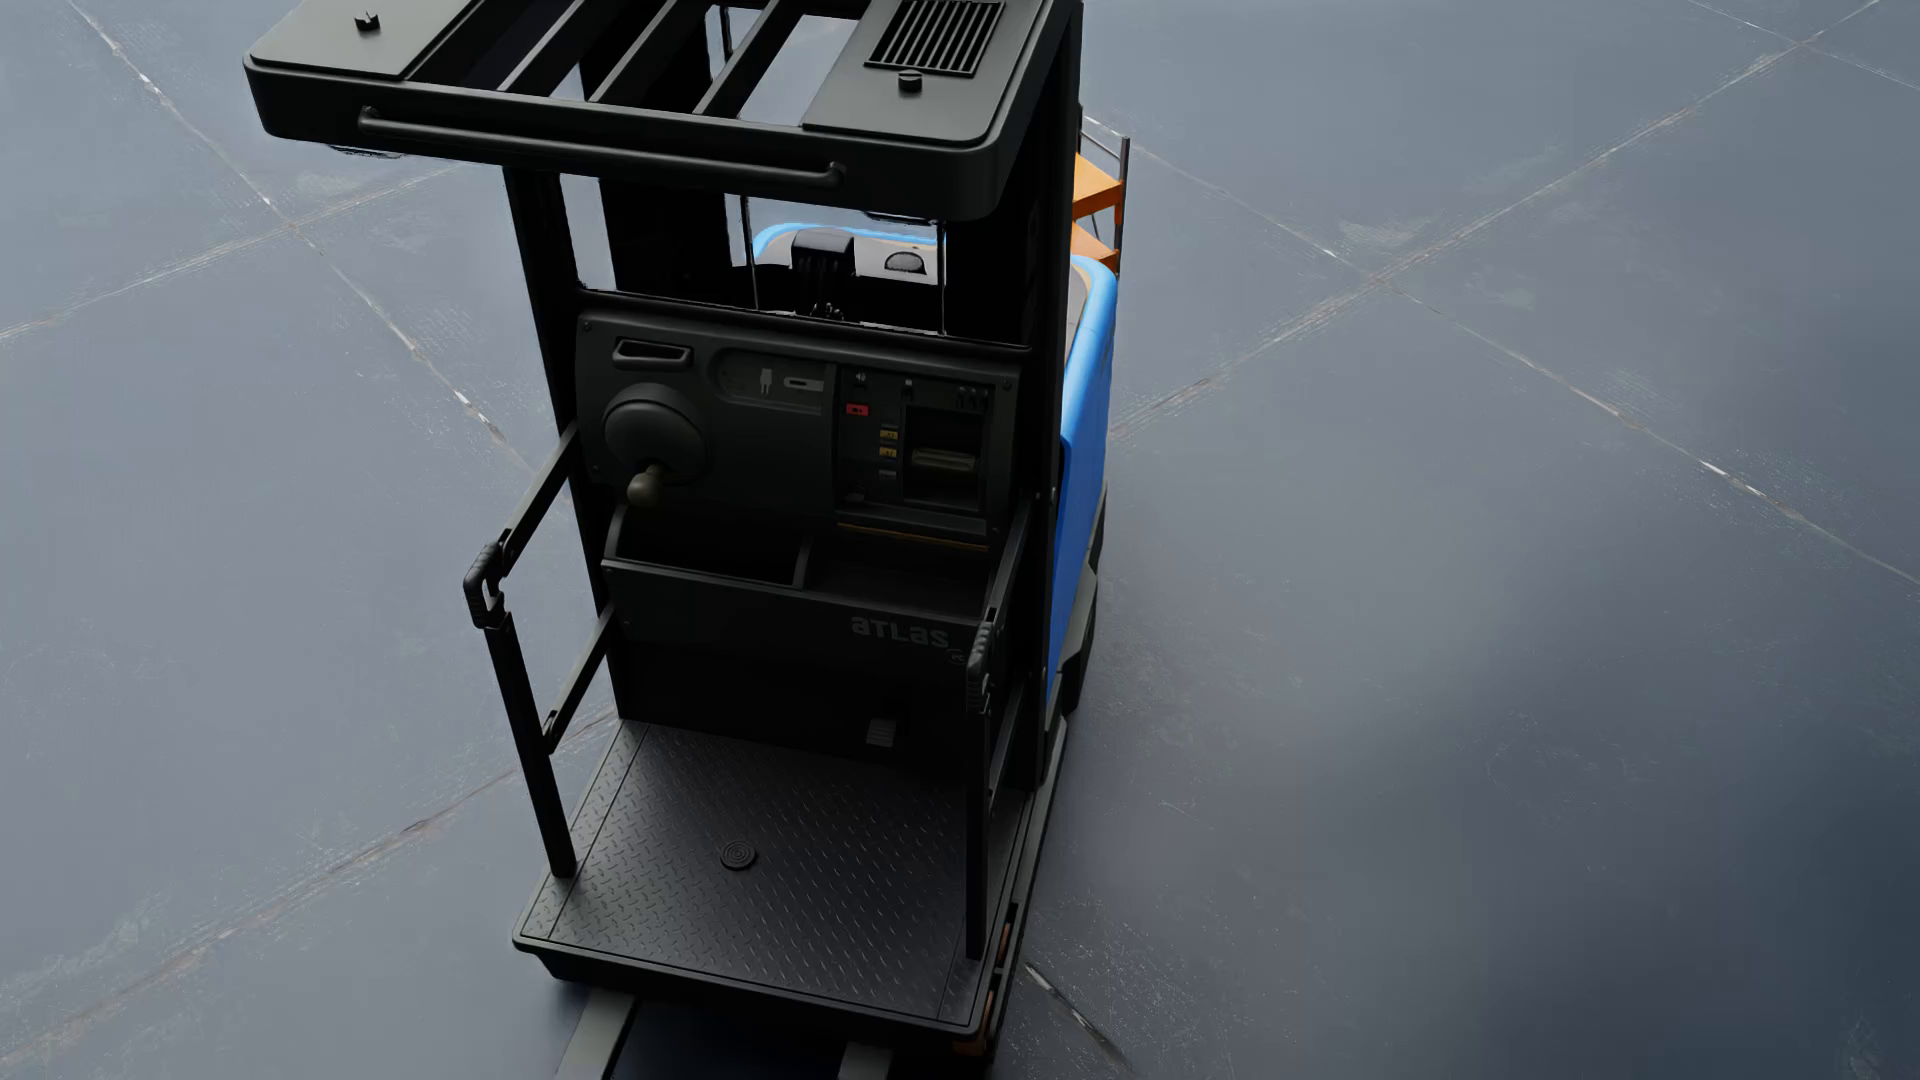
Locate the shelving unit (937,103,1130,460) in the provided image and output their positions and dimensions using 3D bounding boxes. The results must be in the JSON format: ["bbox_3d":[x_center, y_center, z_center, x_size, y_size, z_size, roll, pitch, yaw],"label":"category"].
[{"bbox_3d":[0.208,-0.675,5.092,0.503,1.200,0.258,-25,49,-24],"label":"shelving unit"}]

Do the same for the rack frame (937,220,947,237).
[{"bbox_3d":[0.006,-0.580,4.992,0.015,1.200,0.240,-25,49,-24],"label":"rack frame"}]

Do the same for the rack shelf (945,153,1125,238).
[{"bbox_3d":[0.208,-0.961,4.823,0.480,0.148,0.258,-25,49,-24],"label":"rack shelf"}]

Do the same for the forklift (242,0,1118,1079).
[{"bbox_3d":[-0.388,-0.137,3.255,1.130,2.935,3.031,9,44,9],"label":"forklift"}]

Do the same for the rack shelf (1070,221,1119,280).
[{"bbox_3d":[0.208,-0.789,4.985,0.480,0.148,0.258,-25,49,-24],"label":"rack shelf"}]

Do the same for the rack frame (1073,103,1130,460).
[{"bbox_3d":[0.409,-0.769,5.192,0.015,1.200,0.240,-25,49,-24],"label":"rack frame"}]
